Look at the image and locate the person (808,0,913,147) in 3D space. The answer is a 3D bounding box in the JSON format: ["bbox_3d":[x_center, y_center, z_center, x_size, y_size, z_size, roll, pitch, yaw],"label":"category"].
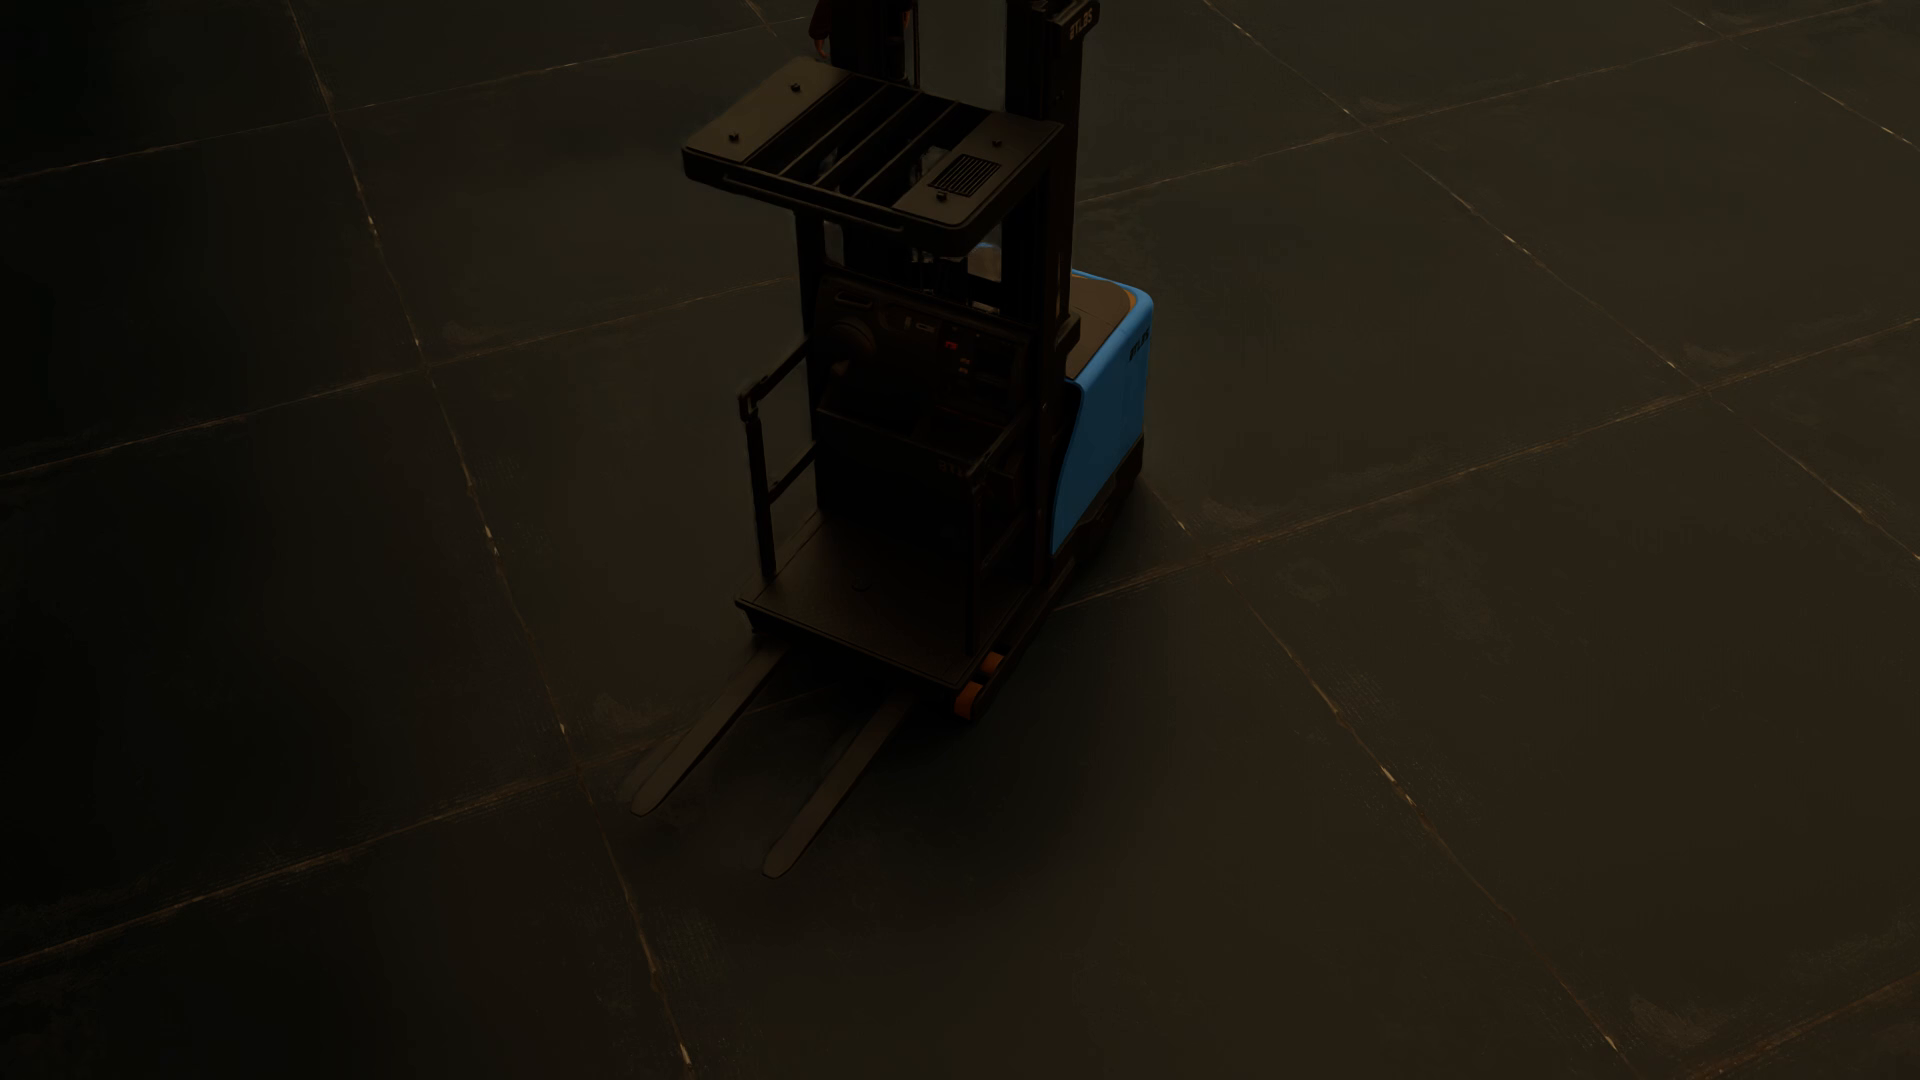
[{"bbox_3d":[-0.599,-3.063,9.797,0.685,1.776,0.581,-22,47,-22],"label":"person"}]

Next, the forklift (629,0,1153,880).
[{"bbox_3d":[-0.260,-0.668,6.396,1.130,2.935,3.031,20,47,20],"label":"forklift"}]
